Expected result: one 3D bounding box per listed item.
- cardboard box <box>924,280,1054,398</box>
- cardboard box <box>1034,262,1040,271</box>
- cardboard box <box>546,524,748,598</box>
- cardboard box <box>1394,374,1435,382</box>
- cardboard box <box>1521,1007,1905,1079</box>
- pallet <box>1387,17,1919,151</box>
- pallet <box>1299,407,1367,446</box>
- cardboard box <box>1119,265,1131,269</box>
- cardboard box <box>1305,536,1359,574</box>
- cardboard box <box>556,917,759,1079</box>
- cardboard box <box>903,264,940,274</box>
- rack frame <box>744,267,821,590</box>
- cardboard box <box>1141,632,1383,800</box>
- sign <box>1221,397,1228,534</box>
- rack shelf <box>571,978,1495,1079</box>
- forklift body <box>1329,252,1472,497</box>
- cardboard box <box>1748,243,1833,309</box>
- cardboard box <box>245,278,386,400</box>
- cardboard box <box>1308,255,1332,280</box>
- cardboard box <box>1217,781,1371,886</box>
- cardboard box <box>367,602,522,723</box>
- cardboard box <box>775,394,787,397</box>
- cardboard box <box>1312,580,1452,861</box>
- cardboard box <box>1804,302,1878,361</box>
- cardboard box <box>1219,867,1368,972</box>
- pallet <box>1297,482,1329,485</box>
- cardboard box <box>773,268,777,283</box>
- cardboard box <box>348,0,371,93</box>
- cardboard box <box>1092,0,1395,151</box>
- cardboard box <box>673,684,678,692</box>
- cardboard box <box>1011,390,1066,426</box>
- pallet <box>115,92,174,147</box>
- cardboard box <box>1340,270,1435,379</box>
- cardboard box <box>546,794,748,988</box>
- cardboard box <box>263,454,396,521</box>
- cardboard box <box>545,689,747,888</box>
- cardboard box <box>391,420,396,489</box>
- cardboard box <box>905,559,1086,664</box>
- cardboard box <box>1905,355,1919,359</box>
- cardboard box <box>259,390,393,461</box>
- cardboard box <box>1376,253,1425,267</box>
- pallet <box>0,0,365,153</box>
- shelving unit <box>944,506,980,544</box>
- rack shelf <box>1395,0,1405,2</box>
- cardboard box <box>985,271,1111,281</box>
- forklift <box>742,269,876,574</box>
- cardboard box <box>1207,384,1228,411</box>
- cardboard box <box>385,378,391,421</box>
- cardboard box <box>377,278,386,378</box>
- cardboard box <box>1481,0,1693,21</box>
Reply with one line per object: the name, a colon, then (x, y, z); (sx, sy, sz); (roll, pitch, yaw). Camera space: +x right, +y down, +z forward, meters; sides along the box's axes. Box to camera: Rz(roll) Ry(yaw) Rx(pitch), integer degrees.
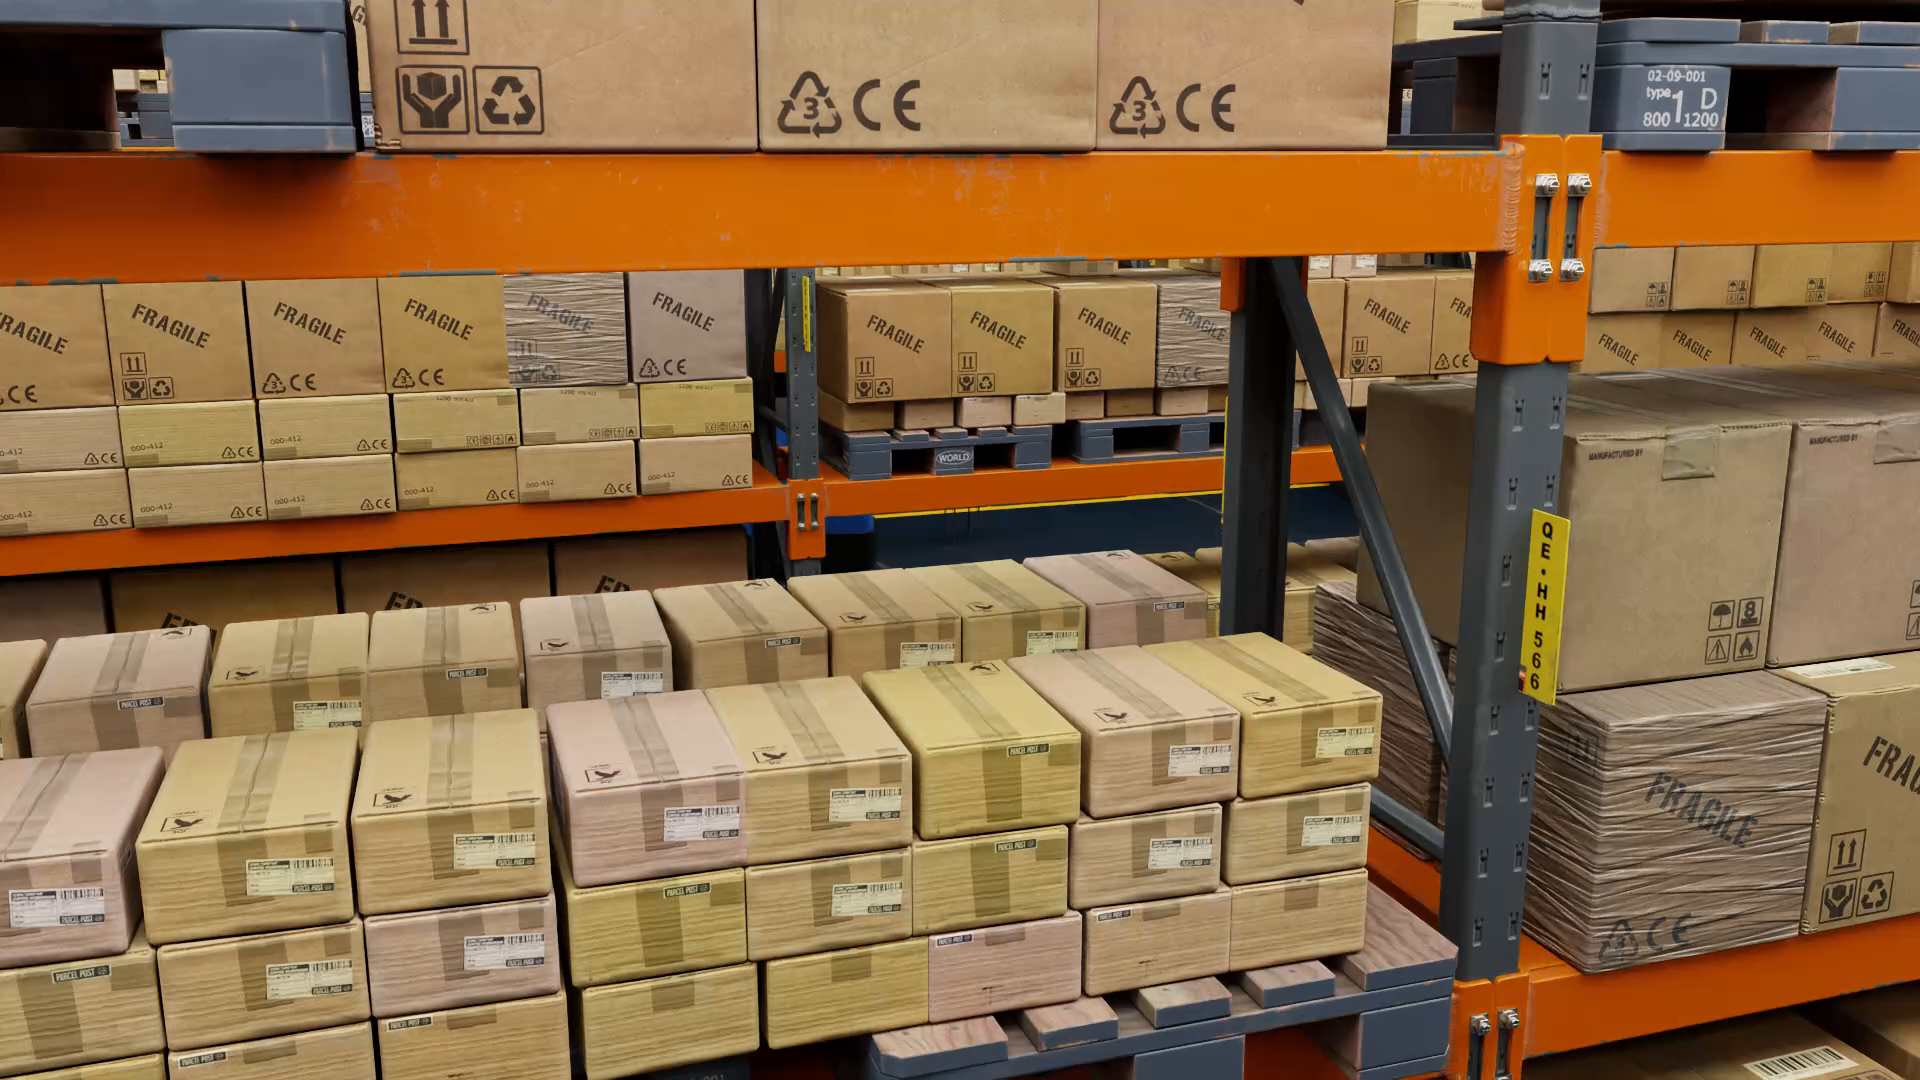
cardboard box: (0.132, -0.977, 8.000); (0.500, 0.500, 0.500); (-4, 14, -15)
cardboard box: (0.604, -2.201, 13.296); (0.250, 0.149, 0.380); (-4, 14, -18)
cardboard box: (-1.541, 0.306, 8.060); (0.875, 0.875, 0.875); (-5, 14, -19)
cardboard box: (2.276, -0.820, 8.742); (0.250, 0.149, 0.380); (-5, 14, -20)
cardboard box: (1.420, 1.387, 3.785); (0.750, 0.750, 1.050); (-5, 14, -19)
pallet: (1.408, -0.905, 3.391); (1.003, 0.211, 1.213); (-4, 14, -15)
pallet: (2.160, -0.734, 9.161); (1.213, 0.211, 1.003); (-4, 14, -18)
cardboard box: (1.684, -2.081, 14.194); (0.500, 0.500, 0.500); (-5, 14, -18)
cardboard box: (2.435, 0.262, 9.332); (0.625, 0.372, 0.950); (-4, 14, -17)
cardboard box: (-0.478, 0.652, 2.557); (0.250, 0.149, 0.380); (-5, 14, -21)
cardboard box: (-0.337, -2.093, 12.842); (0.250, 0.149, 0.380); (-5, 14, -20)
rack frame: (-0.860, -0.557, 8.000); (0.127, 3.000, 1.000); (-4, 14, -18)
cardboard box: (0.496, 0.287, 2.804); (0.250, 0.149, 0.380); (-5, 14, -20)
sign: (0.634, -0.163, 3.844); (0.005, 0.325, 0.100); (-4, 14, -18)
rack shelf: (-1.081, 1.019, 2.930); (4.000, 0.370, 1.077); (-4, 14, -18)
forklift body: (3.920, -1.282, 12.886); (1.214, 2.155, 2.313); (-4, 14, -18)
cardboard box: (4.393, -1.580, 9.285); (0.500, 0.500, 0.700); (-5, 14, -19)
cardboard box: (-2.705, -0.885, 7.006); (0.500, 0.500, 0.500); (-5, 14, -19)
cardboard box: (1.664, -1.402, 8.388); (0.250, 0.149, 0.380); (-5, 14, -20)
cardboard box: (0.491, 0.431, 2.840); (0.250, 0.149, 0.380); (-4, 14, -17)
cardboard box: (-0.930, 0.239, 3.005); (0.250, 0.149, 0.380); (-4, 14, -16)
cardboard box: (-1.234, -0.787, 13.193); (0.625, 0.625, 0.875); (-4, 14, -16)
cardboard box: (1.156, 0.381, 3.843); (0.500, 0.500, 0.500); (-4, 14, -18)
cardboard box: (4.858, -1.134, 9.571); (0.500, 0.500, 0.500); (-4, 14, -17)
cardboard box: (0.494, 0.577, 2.871); (0.250, 0.149, 0.380); (-4, 14, -17)
pallet: (3.270, -0.724, 14.730); (1.213, 0.211, 1.003); (-4, 14, -18)
cardboard box: (-1.319, -2.035, 12.597); (0.250, 0.149, 0.380); (-4, 14, -17)
cardboard box: (-2.438, -2.075, 6.779); (0.500, 0.500, 0.500); (-4, 14, -18)
cardboard box: (0.354, -0.888, 2.697); (0.500, 0.500, 0.500); (-4, 14, -18)
cardboard box: (-0.455, 0.346, 3.198); (0.250, 0.149, 0.380); (-4, 14, -18)
cardboard box: (0.327, -0.661, 8.076); (0.250, 0.149, 0.380); (-4, 14, -18)
pallet: (-3.798, -1.706, 6.764); (1.217, 0.209, 0.805); (-5, 14, -20)
cardboard box: (2.097, -1.128, 8.637); (0.500, 0.500, 0.500); (-4, 14, -18)
cardboard box: (-0.483, 0.507, 2.520); (0.250, 0.149, 0.380); (-5, 14, -18)
cardboard box: (-2.692, -0.271, 7.123); (0.500, 0.250, 0.500); (-5, 14, -19)
cardboard box: (-0.473, 0.361, 2.492); (0.250, 0.149, 0.380); (-4, 14, -18)
cardboard box: (-2.851, -0.386, 7.608); (0.500, 0.250, 0.500); (-4, 14, -18)
cardboard box: (0.061, 0.162, 3.329); (0.250, 0.149, 0.380); (-5, 14, -20)
cardboard box: (2.692, -0.158, 3.949); (0.500, 0.500, 0.700); (-5, 14, -19)
cardboard box: (-2.694, -0.516, 7.074); (0.500, 0.250, 0.500); (-5, 14, -20)
cardboard box: (2.372, -1.608, 9.252); (0.250, 0.149, 0.380); (-5, 14, -18)
pallet: (-1.376, -0.650, 2.319); (1.003, 0.211, 1.213); (-4, 14, -18)
shelving unit: (0.014, -0.585, 12.008); (0.189, 1.200, 0.258); (-4, 14, -18)
rack shelf: (3.240, -4.462, 13.873); (4.000, 0.370, 1.077); (-4, 14, -18)
cardboard box: (0.447, -1.127, 8.631); (0.500, 0.500, 0.500); (-5, 14, -22)
forklift: (-2.104, -1.269, 11.144); (3.031, 2.935, 1.130); (-1, 13, -4)
cardboard box: (1.277, -0.766, 8.517); (0.250, 0.149, 0.380); (-5, 14, -20)
cardboard box: (-2.871, -0.637, 7.582); (0.500, 0.250, 0.500); (-4, 14, -17)
cardboard box: (-2.847, -0.999, 7.483); (0.500, 0.500, 0.500); (-4, 14, -17)
cardboard box: (1.312, -1.169, 3.476); (0.250, 0.166, 0.380); (-4, 14, -18)
